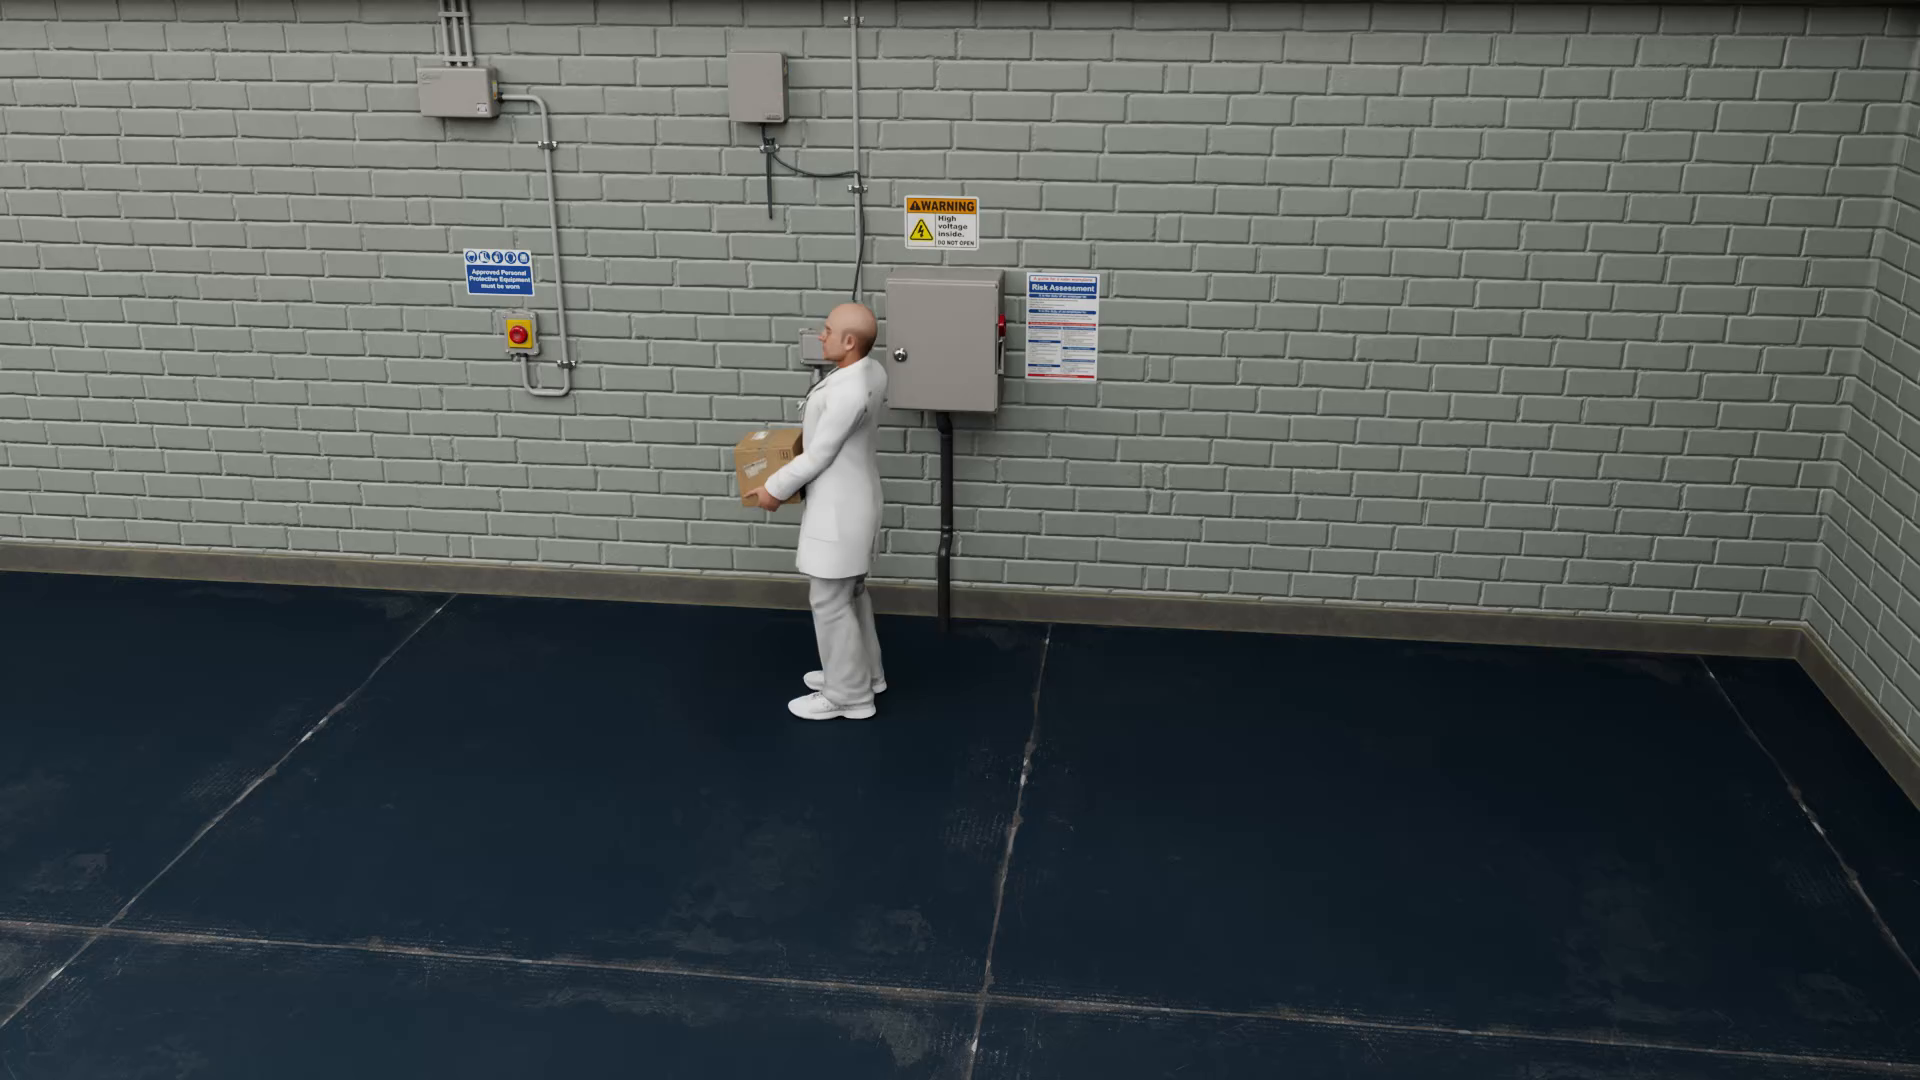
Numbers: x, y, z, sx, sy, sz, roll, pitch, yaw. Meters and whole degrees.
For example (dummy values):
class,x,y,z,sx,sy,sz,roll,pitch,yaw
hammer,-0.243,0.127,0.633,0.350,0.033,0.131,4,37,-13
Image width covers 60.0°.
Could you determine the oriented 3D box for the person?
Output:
class,x,y,z,sx,sy,sz,roll,pitch,yaw
person,-0.594,-0.122,6.932,0.560,1.772,0.529,3,21,7
